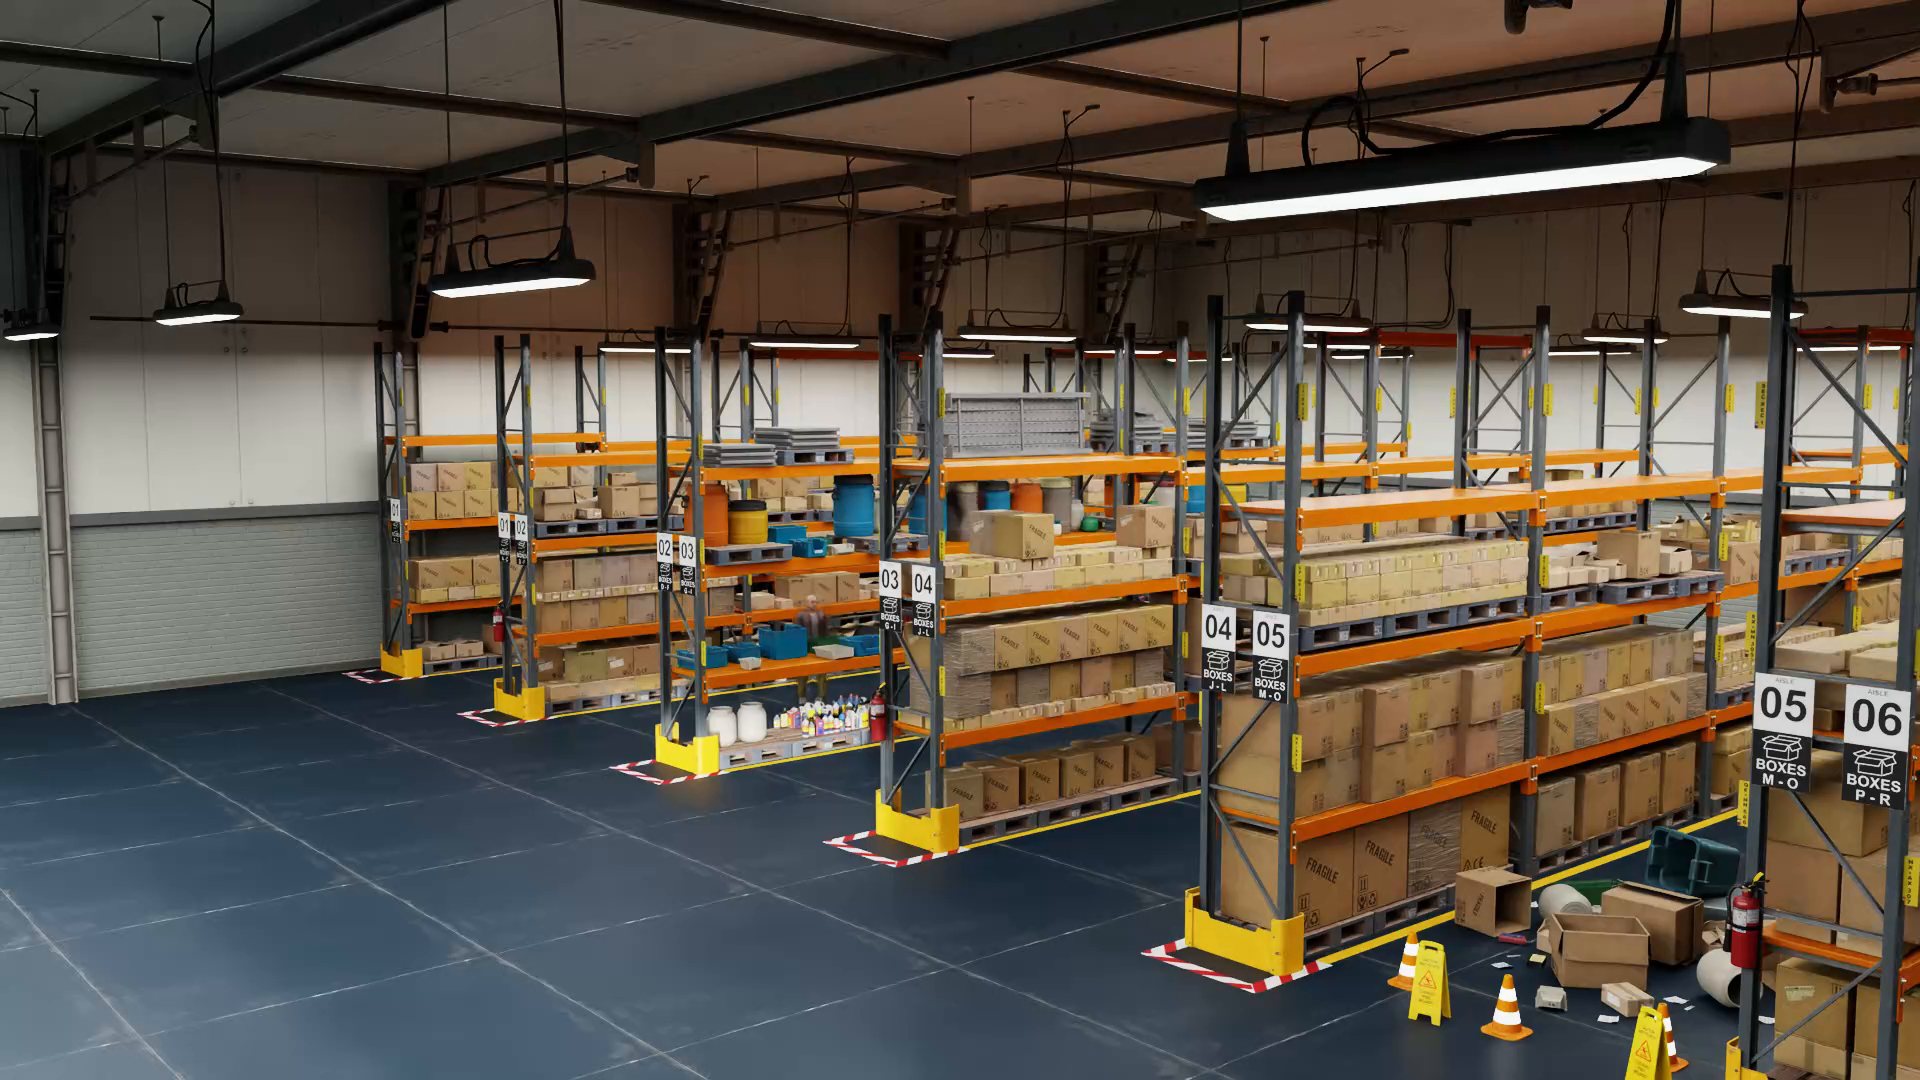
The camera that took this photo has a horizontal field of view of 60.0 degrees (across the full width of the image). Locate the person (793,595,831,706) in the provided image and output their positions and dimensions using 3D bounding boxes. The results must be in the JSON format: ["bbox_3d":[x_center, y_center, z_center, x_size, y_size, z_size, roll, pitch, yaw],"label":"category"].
[{"bbox_3d":[-2.394,1.788,27.123,0.672,1.794,0.450,-2,5,-16],"label":"person"}]

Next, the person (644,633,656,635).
[{"bbox_3d":[-5.422,1.637,29.767,0.527,1.650,0.596,-1,5,-13],"label":"person"}]
